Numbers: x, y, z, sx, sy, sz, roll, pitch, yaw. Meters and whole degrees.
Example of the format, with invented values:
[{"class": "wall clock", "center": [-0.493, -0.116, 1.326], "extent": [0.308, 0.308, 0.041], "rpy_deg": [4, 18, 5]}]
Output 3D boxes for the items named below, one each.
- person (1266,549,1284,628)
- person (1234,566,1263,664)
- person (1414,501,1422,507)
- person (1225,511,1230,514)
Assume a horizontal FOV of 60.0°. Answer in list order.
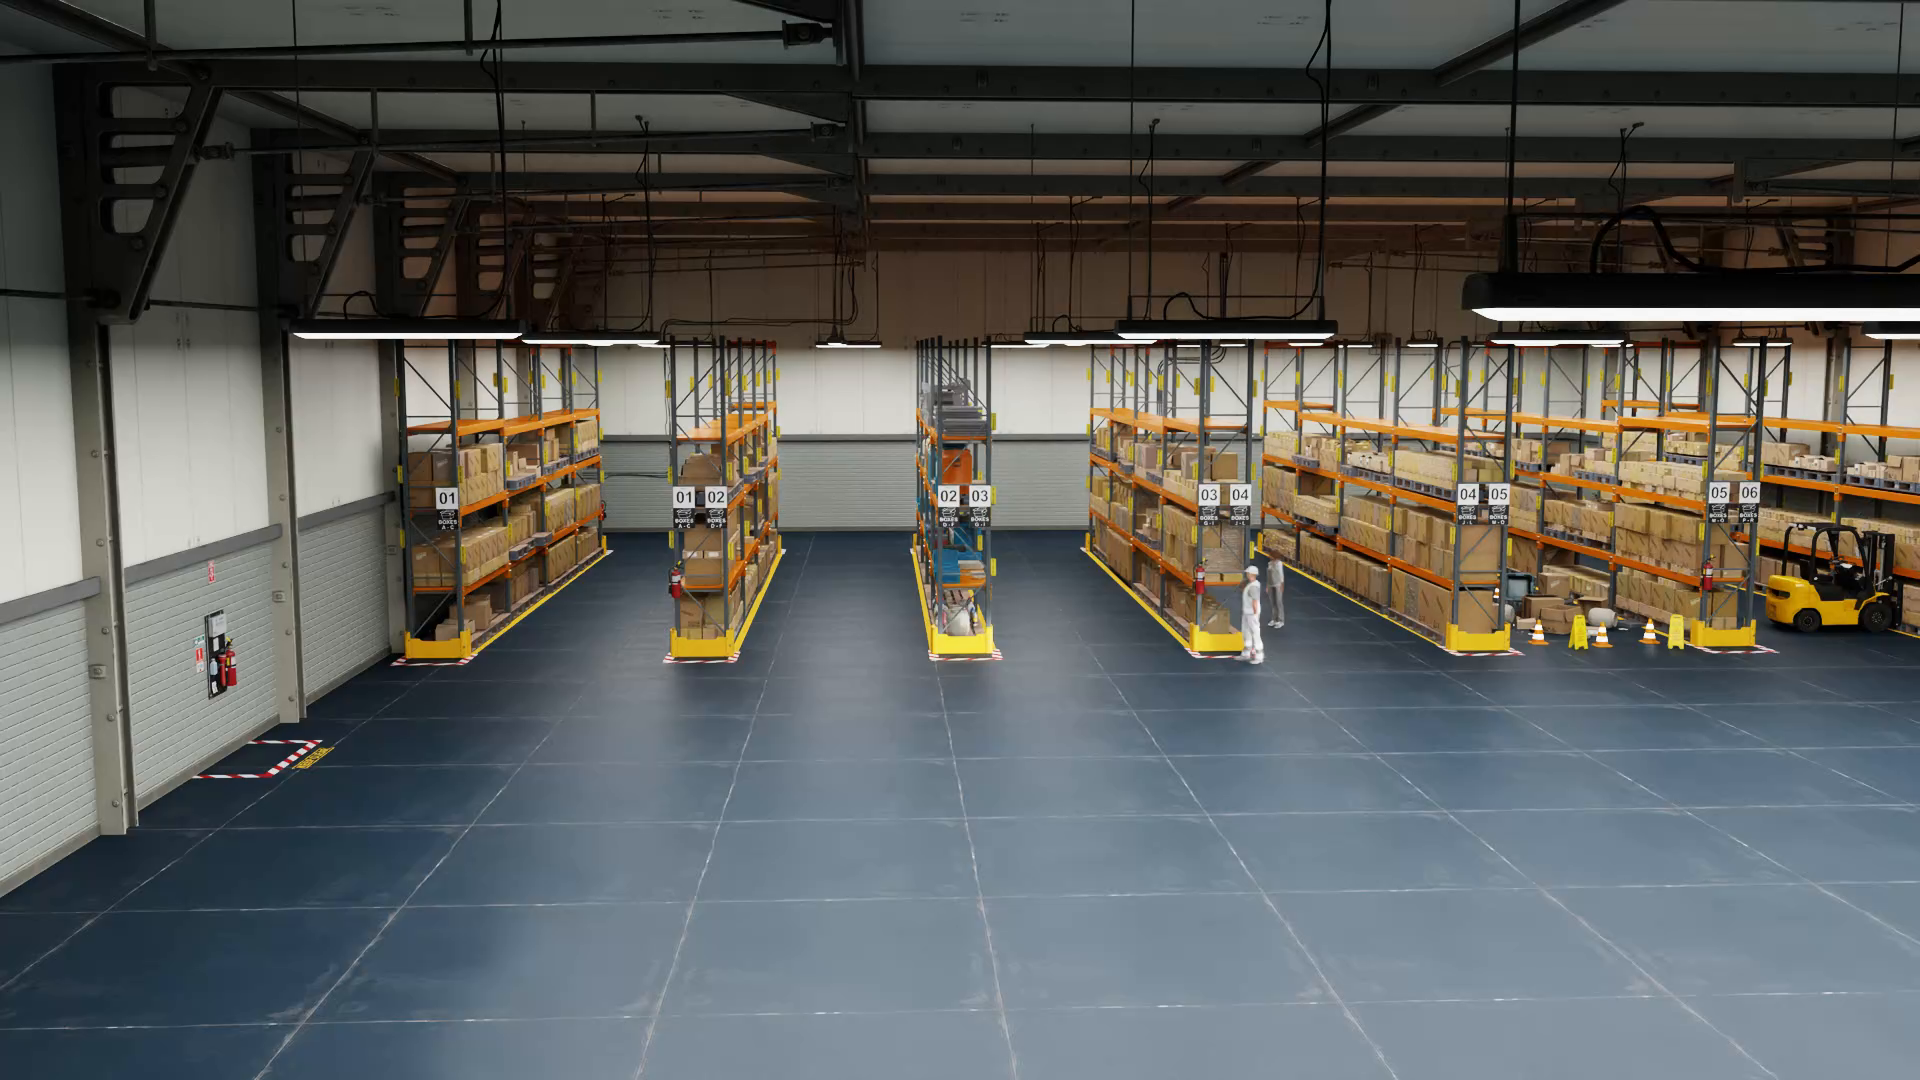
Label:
[{"class": "person", "center": [6.554, 0.996, 34.642], "extent": [0.397, 1.606, 0.500], "rpy_deg": [-5, 8, -36]}, {"class": "person", "center": [5.318, 1.357, 30.552], "extent": [0.430, 1.802, 0.755], "rpy_deg": [-1, 7, -8]}, {"class": "person", "center": [12.349, -0.250, 45.125], "extent": [0.486, 1.811, 0.593], "rpy_deg": [1, 7, 13]}, {"class": "person", "center": [7.552, -0.590, 48.078], "extent": [0.617, 1.708, 1.010], "rpy_deg": [4, 8, 30]}]
